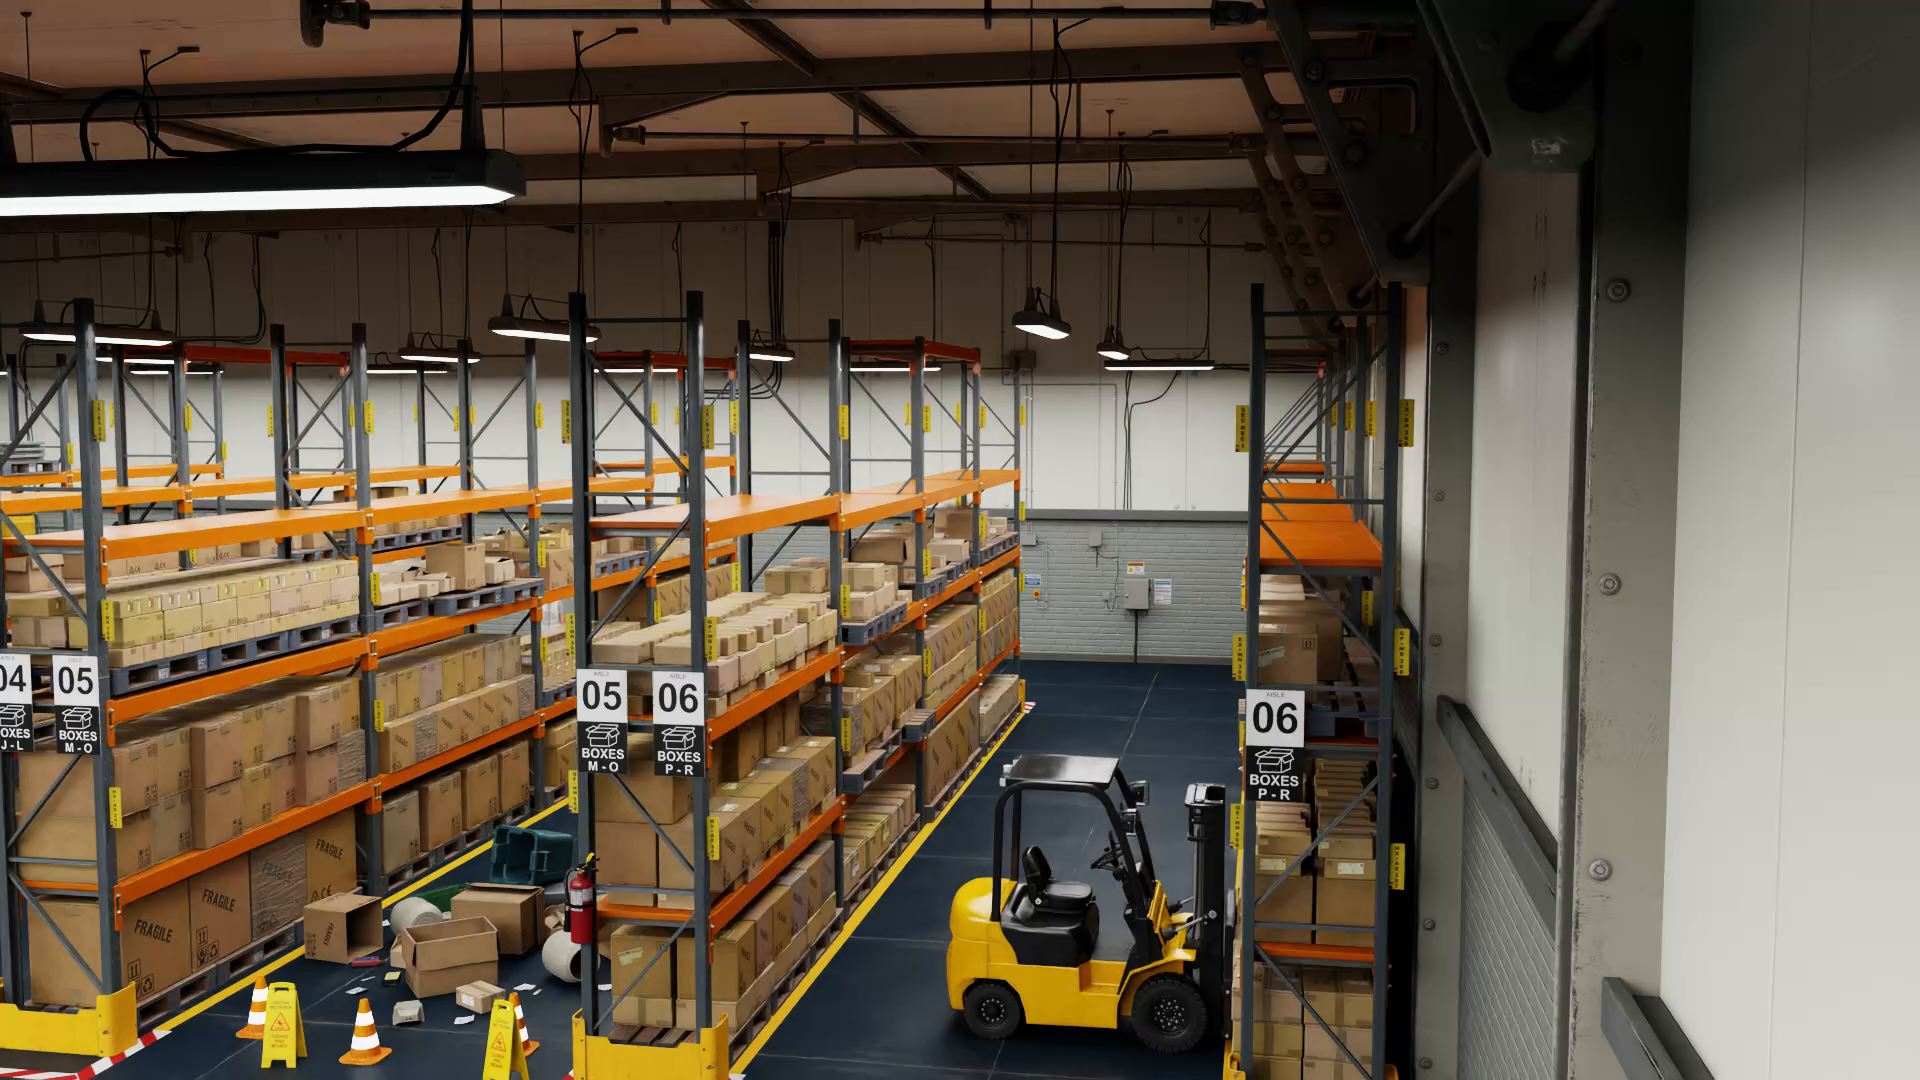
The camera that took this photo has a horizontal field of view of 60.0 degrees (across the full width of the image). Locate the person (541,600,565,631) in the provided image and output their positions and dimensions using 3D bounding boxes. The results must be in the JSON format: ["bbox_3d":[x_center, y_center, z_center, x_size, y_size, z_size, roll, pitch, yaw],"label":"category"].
[{"bbox_3d":[-7.872,1.707,31.890,0.616,1.726,1.070,0,5,-6],"label":"person"}]
